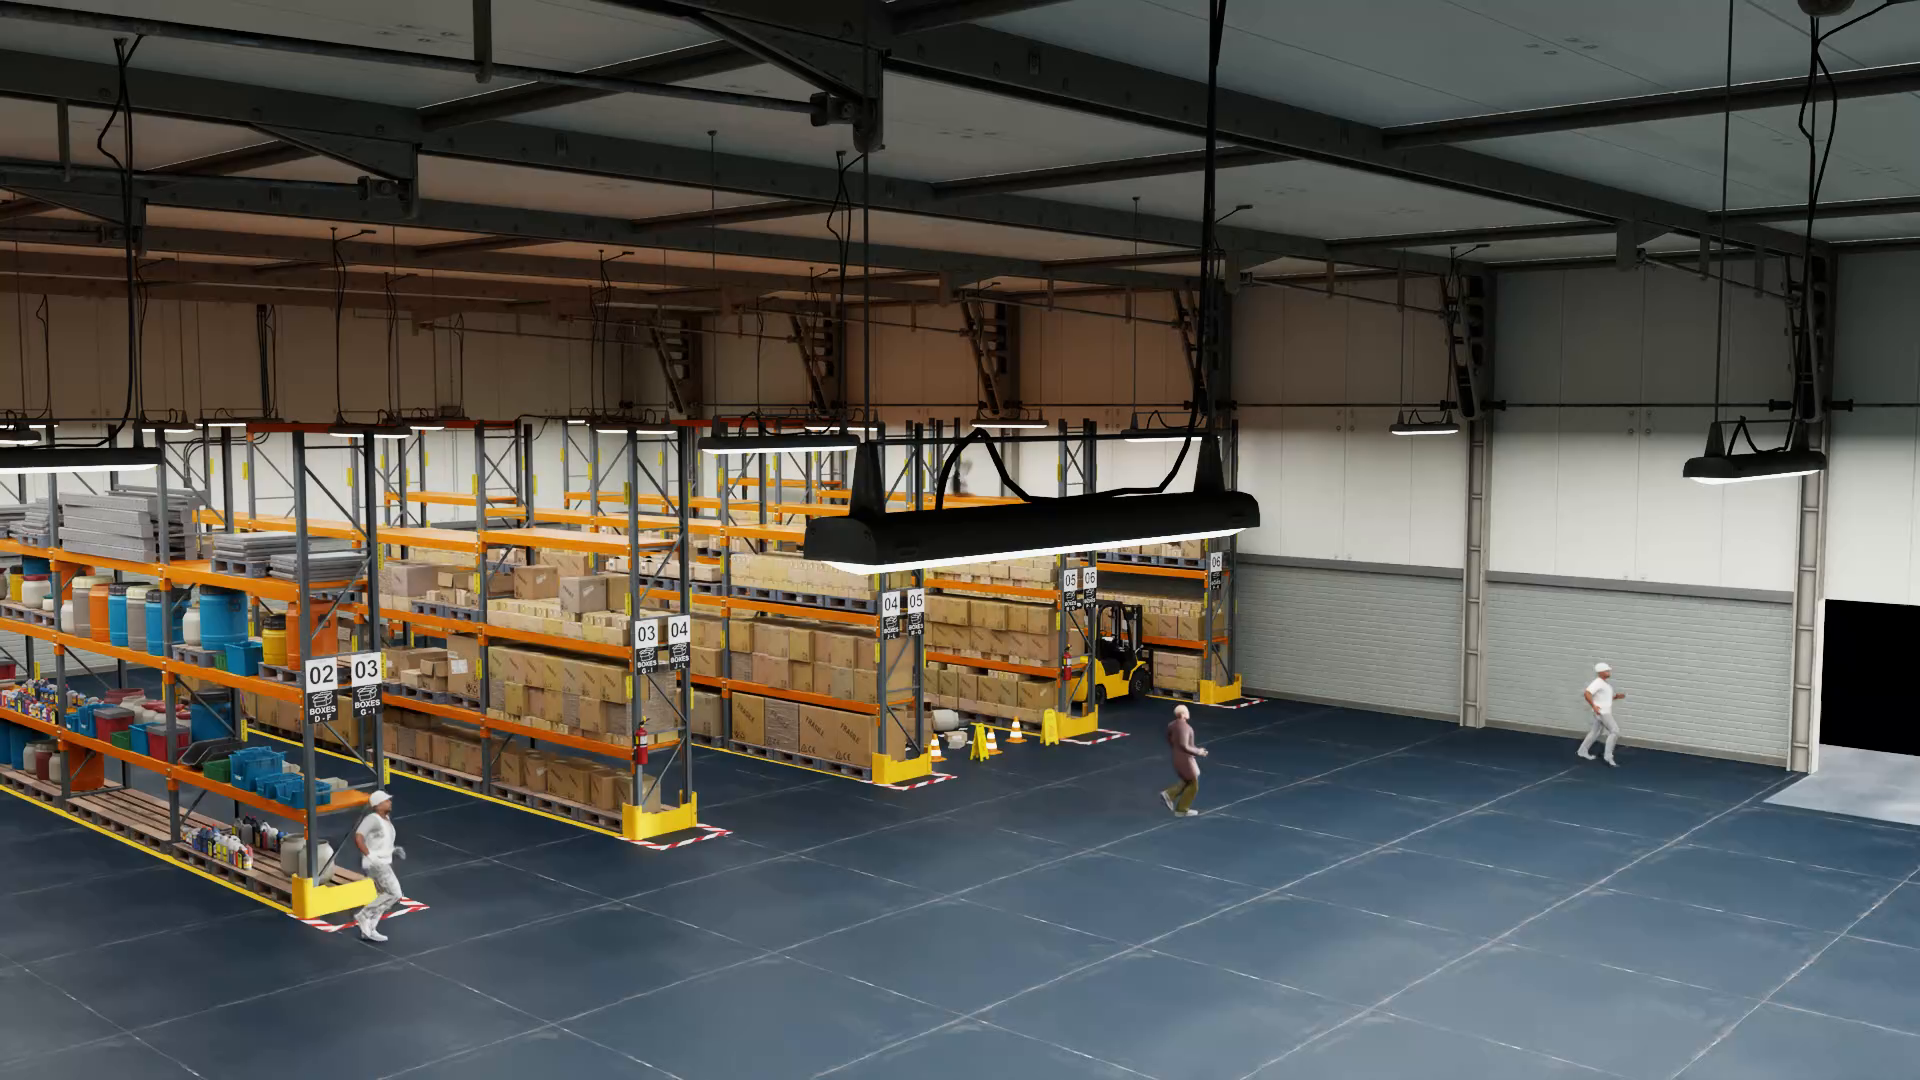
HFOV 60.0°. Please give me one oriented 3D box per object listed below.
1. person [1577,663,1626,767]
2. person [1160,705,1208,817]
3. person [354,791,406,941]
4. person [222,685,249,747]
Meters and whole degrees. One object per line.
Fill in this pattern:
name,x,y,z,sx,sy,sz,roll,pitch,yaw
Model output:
person,11.276,3.067,29.206,0.770,1.831,0.672,2,5,19
person,3.427,3.381,25.496,0.663,1.726,0.706,-1,5,-11
person,-6.894,3.860,19.804,0.555,1.743,0.691,-1,5,-10
person,-12.622,3.126,28.744,0.587,1.716,0.701,2,5,27
